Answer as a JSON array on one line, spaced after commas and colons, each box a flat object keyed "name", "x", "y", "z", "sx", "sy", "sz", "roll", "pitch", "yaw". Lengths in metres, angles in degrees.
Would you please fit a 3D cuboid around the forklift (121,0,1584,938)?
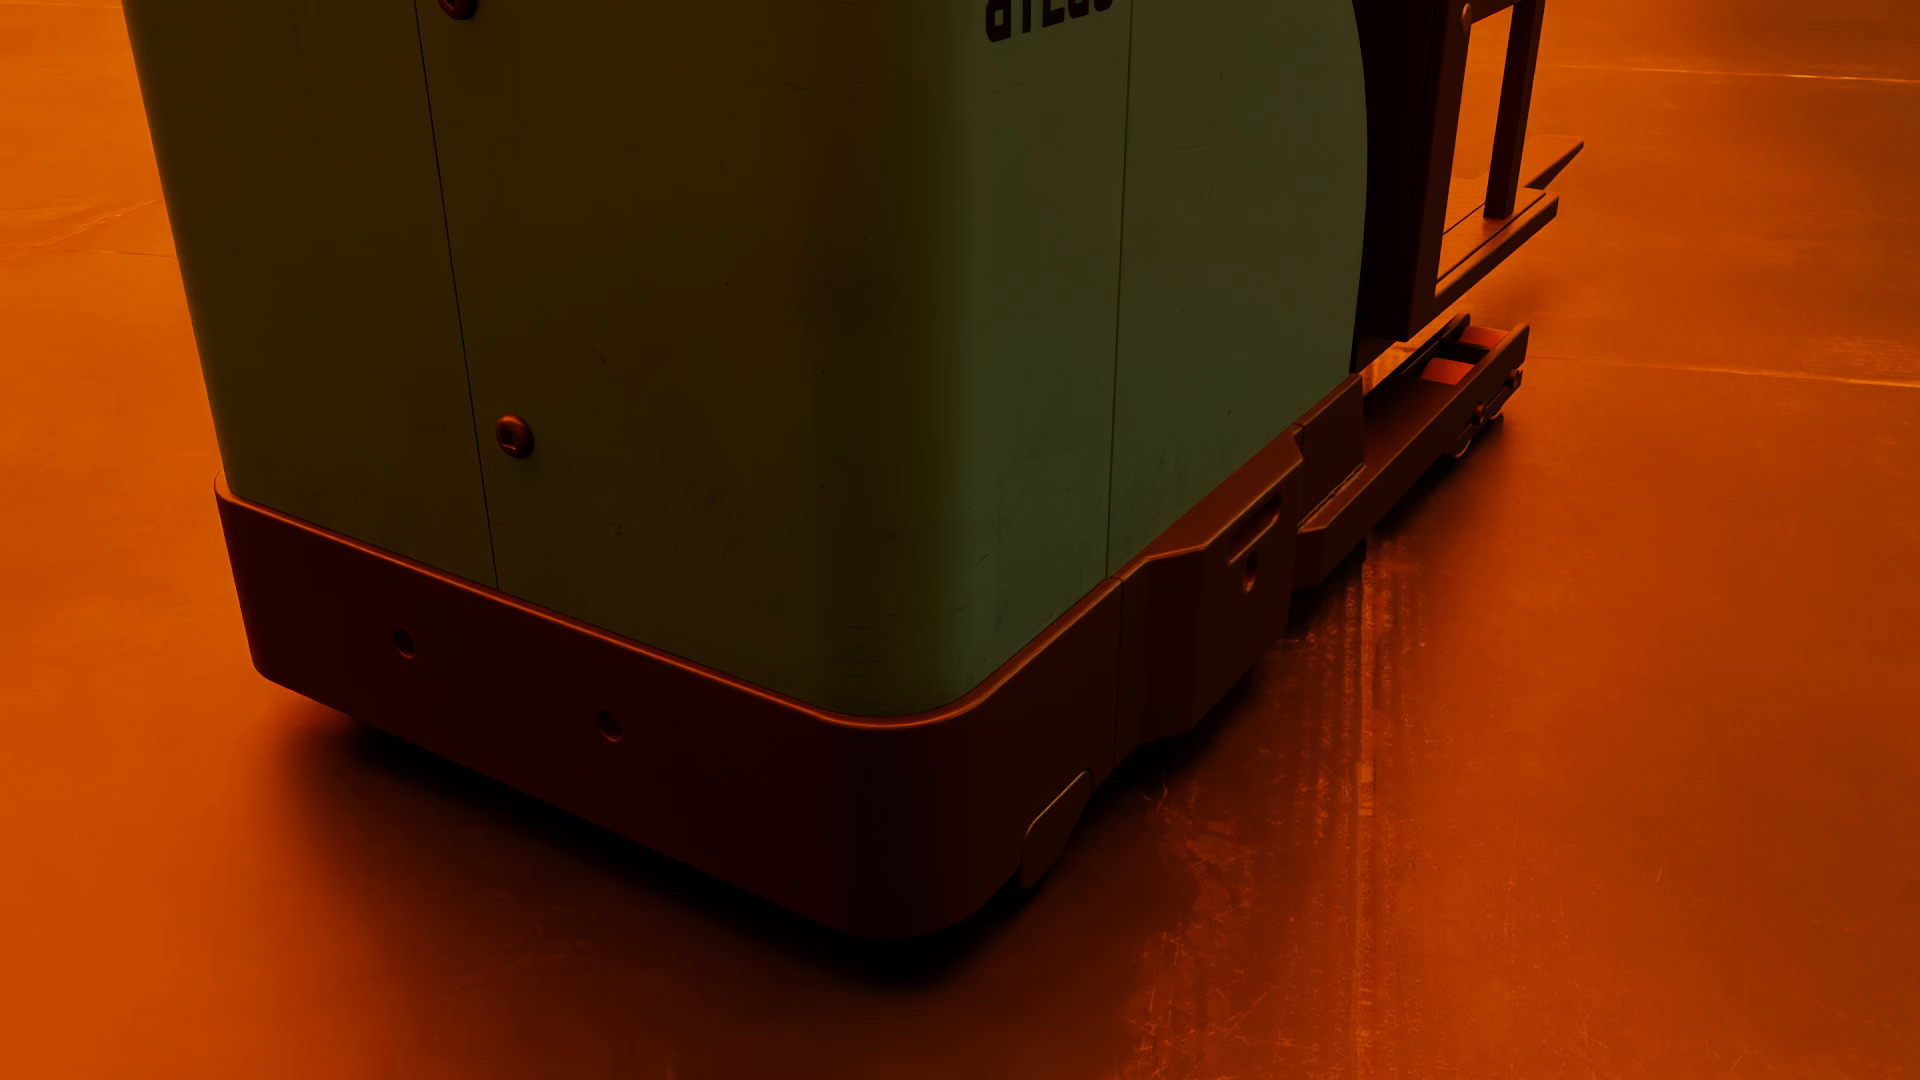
[{"name": "forklift", "x": 0.339, "y": -1.547, "z": 2.312, "sx": 1.130, "sy": 2.935, "sz": 3.031, "roll": 16, "pitch": 31, "yaw": 29}]
